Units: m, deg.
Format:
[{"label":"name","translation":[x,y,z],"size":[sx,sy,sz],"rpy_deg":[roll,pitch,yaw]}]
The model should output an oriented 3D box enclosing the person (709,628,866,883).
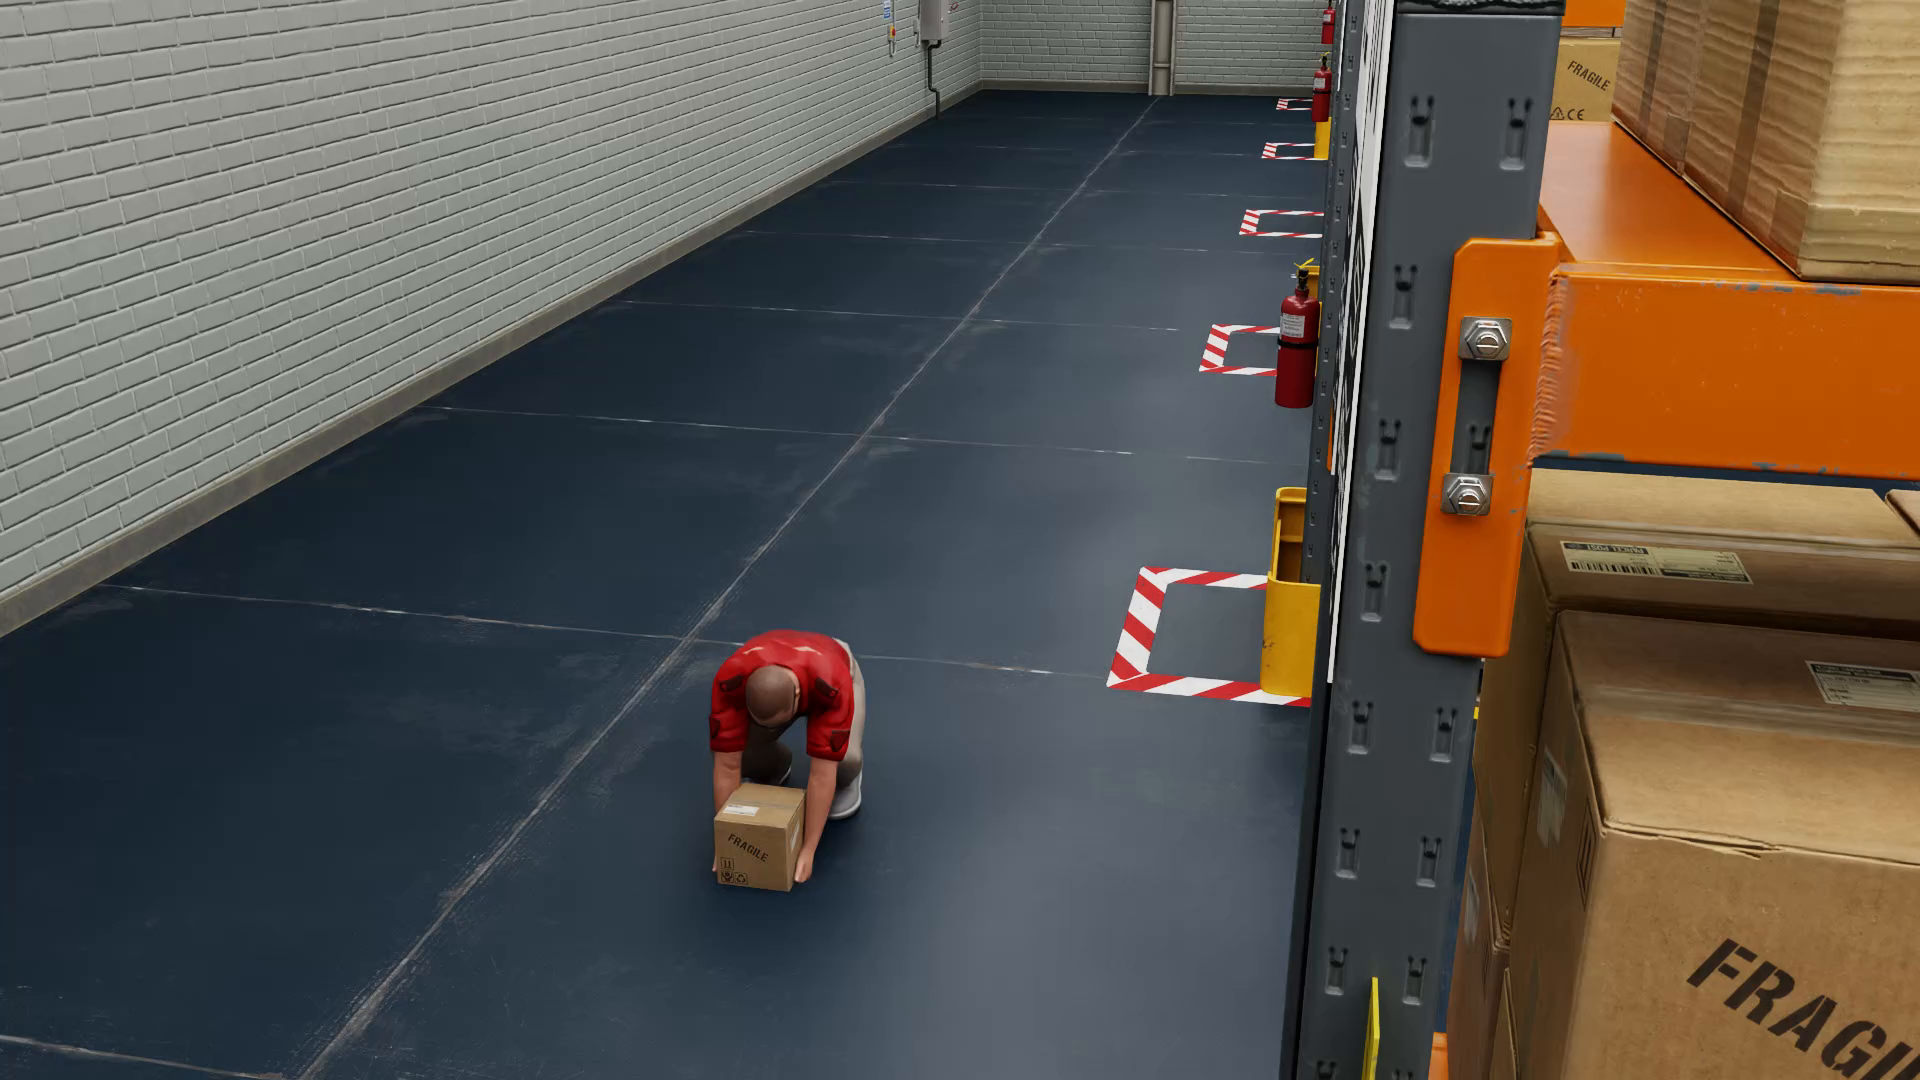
[{"label":"person","translation":[-0.594,0.676,5.810],"size":[0.544,0.859,0.895],"rpy_deg":[4,22,11]}]
